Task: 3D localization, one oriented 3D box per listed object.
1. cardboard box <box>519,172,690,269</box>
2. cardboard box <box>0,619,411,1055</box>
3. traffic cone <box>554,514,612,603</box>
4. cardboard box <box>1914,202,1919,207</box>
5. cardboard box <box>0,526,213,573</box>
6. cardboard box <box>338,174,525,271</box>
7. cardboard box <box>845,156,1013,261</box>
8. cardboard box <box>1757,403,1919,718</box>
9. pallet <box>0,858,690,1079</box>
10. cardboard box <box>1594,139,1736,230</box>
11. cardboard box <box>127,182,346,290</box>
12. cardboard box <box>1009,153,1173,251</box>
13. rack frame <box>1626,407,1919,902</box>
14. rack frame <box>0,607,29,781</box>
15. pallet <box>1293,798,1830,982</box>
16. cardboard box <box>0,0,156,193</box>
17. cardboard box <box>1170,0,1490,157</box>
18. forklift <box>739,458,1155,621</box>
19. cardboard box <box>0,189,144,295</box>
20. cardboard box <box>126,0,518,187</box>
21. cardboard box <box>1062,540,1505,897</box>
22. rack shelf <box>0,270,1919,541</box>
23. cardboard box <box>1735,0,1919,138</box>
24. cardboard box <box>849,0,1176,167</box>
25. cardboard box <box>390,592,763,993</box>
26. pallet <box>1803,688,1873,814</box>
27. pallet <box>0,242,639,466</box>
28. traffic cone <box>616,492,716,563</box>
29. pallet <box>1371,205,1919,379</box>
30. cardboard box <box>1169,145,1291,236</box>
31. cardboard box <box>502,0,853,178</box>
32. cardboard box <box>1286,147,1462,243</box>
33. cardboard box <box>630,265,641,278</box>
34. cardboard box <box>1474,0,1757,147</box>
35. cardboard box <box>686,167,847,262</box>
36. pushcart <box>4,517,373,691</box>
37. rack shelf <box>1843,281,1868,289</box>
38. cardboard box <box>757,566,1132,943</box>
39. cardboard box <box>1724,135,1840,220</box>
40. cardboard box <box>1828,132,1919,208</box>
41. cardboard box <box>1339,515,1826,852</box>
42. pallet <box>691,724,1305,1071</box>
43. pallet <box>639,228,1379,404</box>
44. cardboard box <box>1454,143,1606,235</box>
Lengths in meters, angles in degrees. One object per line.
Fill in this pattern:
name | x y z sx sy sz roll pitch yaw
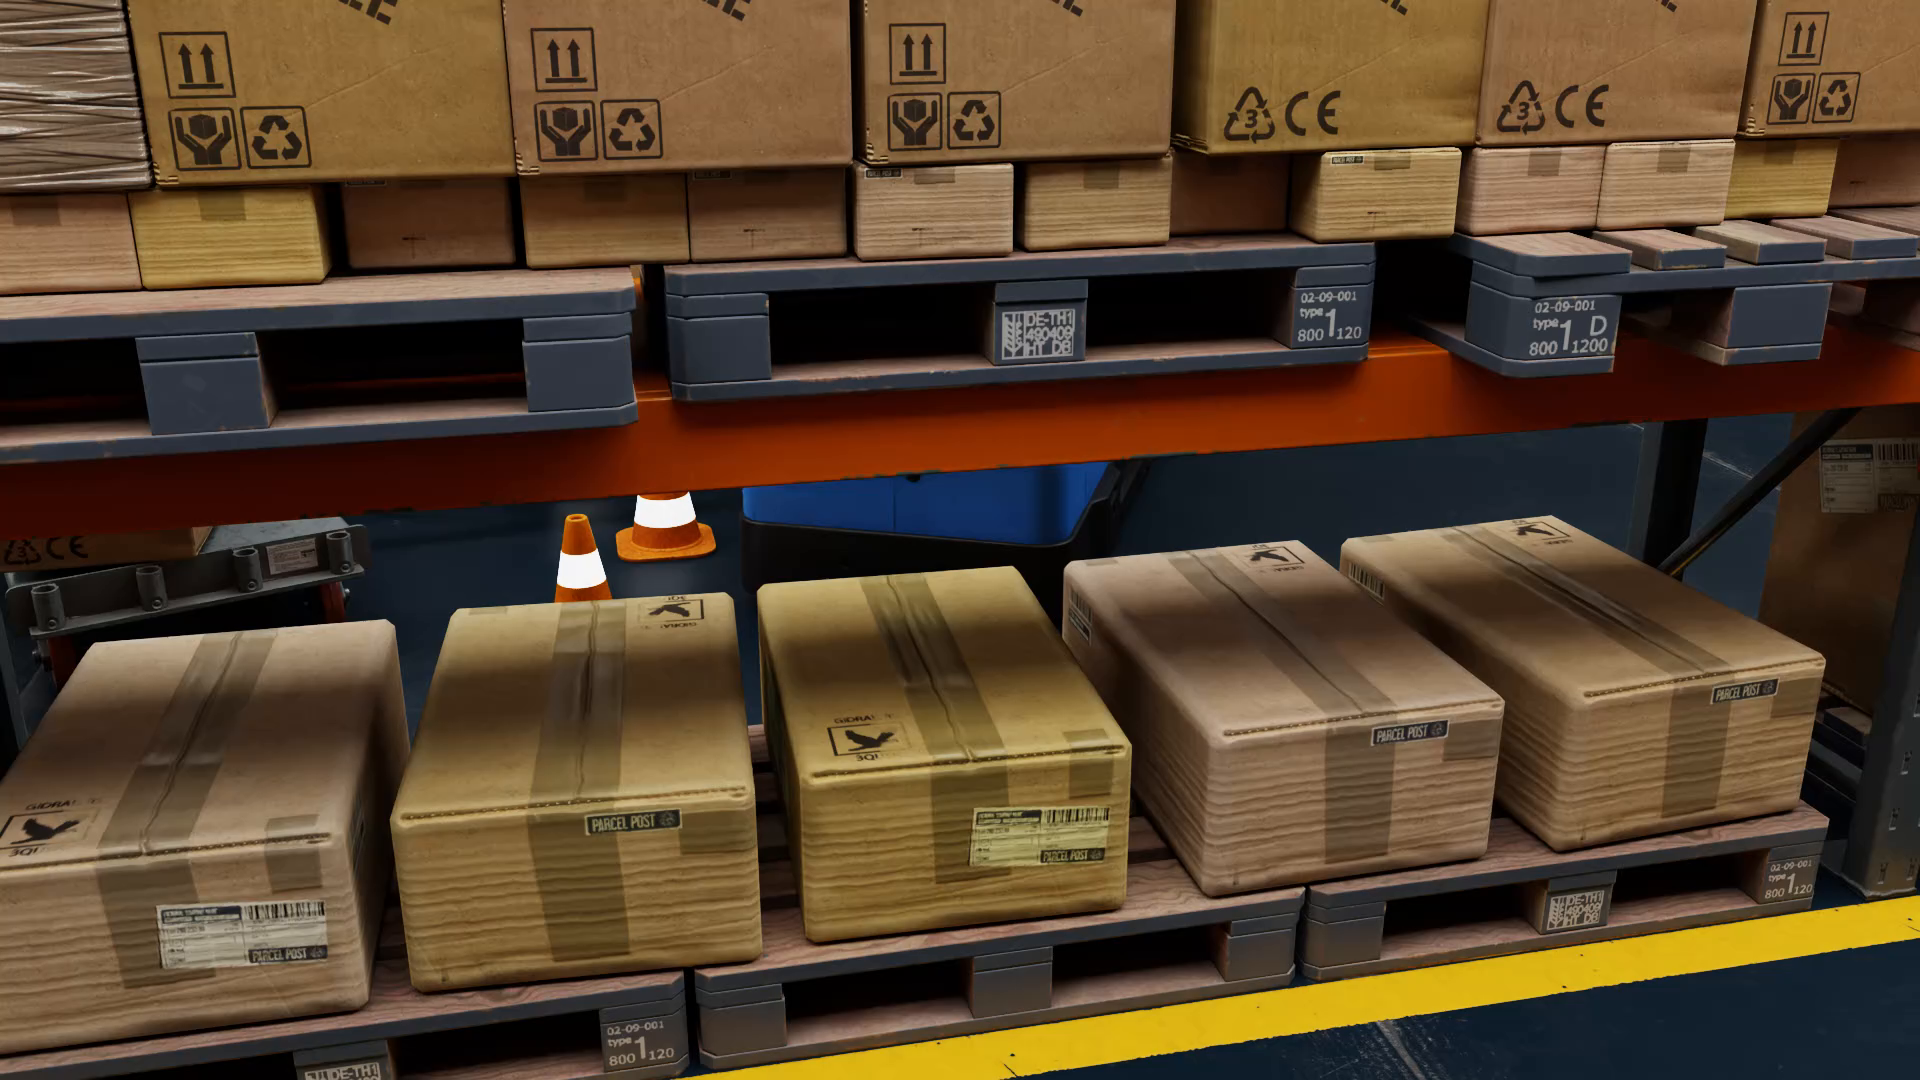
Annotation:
cardboard box | -0.585 -0.559 2.733 0.250 0.149 0.380 -4 21 -12
cardboard box | -1.449 0.524 3.232 0.625 0.372 0.950 -4 21 -12
traffic cone | -1.074 0.154 4.721 0.334 0.463 0.336 -5 21 -12
cardboard box | 2.366 -0.843 3.974 0.500 0.250 0.500 -5 21 -14
cardboard box | -2.398 -0.245 4.657 0.500 0.500 0.500 -5 21 -12
cardboard box | -0.845 -0.552 2.716 0.250 0.149 0.380 -3 20 -9
cardboard box | -0.073 -0.581 2.795 0.250 0.149 0.380 -4 20 -10
cardboard box | 2.625 -0.013 3.968 0.875 0.875 0.875 -5 21 -13
pallet | -1.201 0.777 3.386 1.213 0.211 1.003 -5 21 -12
cardboard box | 1.190 -0.681 3.067 0.250 0.149 0.380 -5 21 -13
cardboard box | -1.103 -0.504 2.585 0.250 0.149 0.380 -4 21 -11
cardboard box | 0.179 -0.612 2.879 0.250 0.149 0.380 -5 21 -14
rack frame | 1.934 -0.787 3.601 0.127 3.000 1.000 -5 21 -12
rack frame | -1.959 -0.470 2.737 0.127 3.000 1.000 -5 21 -12
pallet | 1.173 0.584 3.913 1.213 0.211 1.003 -5 21 -12
cardboard box | -1.437 -0.795 2.436 0.500 0.500 0.500 -4 21 -11
cardboard box | 0.564 -0.957 2.877 0.500 0.500 0.500 -6 21 -16
forklift | 0.162 -1.605 5.936 1.130 2.935 3.031 5 21 13
cardboard box | -1.348 -0.487 2.539 0.250 0.149 0.380 -4 21 -12
cardboard box | -0.949 -0.835 2.544 0.500 0.500 0.500 -5 21 -12
cardboard box | 0.666 0.352 3.701 0.625 0.372 0.950 -5 21 -14
rack shelf | -0.012 -0.291 3.293 4.000 0.370 1.077 -5 21 -12
cardboard box | 1.556 -1.041 3.108 0.500 0.500 0.500 -5 21 -14
cardboard box | 0.033 -0.914 2.760 0.500 0.500 0.500 -6 21 -15
cardboard box | -0.750 0.466 3.391 0.625 0.372 0.950 -3 20 -9
pallet | 2.719 0.485 4.182 1.213 0.211 1.003 -5 21 -12
pallet | -1.181 -0.392 2.802 1.213 0.211 1.003 -5 21 -12
traffic cone | -1.022 -0.203 5.697 0.334 0.463 0.336 -5 21 -12
pallet | 1.265 -0.605 3.383 1.003 0.211 1.213 -5 21 -12
cardboard box | 0.405 -0.659 3.009 0.250 0.149 0.380 -4 21 -12
cardboard box | -0.465 -0.869 2.639 0.500 0.500 0.500 -5 21 -13
cardboard box | 0.678 -0.637 2.948 0.250 0.149 0.380 -4 21 -12
cardboard box | -1.673 -1.414 7.974 0.750 0.750 1.050 -5 21 -12
cardboard box | 1.055 -0.997 2.987 0.500 0.500 0.500 -5 21 -13
cardboard box | -0.344 -0.577 2.785 0.250 0.149 0.380 -4 21 -12
pushcart | -2.532 0.002 5.261 0.936 0.377 1.648 -13 24 -31
rack shelf | 3.880 -0.607 4.157 4.000 0.370 1.077 -5 21 -12
cardboard box | -0.074 0.411 3.543 0.625 0.372 0.950 -4 20 -11
cardboard box | 1.425 -0.716 3.162 0.250 0.149 0.380 -4 21 -12
cardboard box | 1.669 -0.761 3.286 0.250 0.149 0.380 -4 20 -10
cardboard box | 1.382 0.291 3.868 0.625 0.372 0.950 -6 21 -16
pallet | -0.012 0.679 3.653 1.213 0.211 1.003 -5 21 -12
pallet | 0.017 -0.526 3.169 1.213 0.211 1.003 -5 21 -12
cardboard box | 0.943 -0.664 3.020 0.250 0.149 0.380 -6 21 -15
